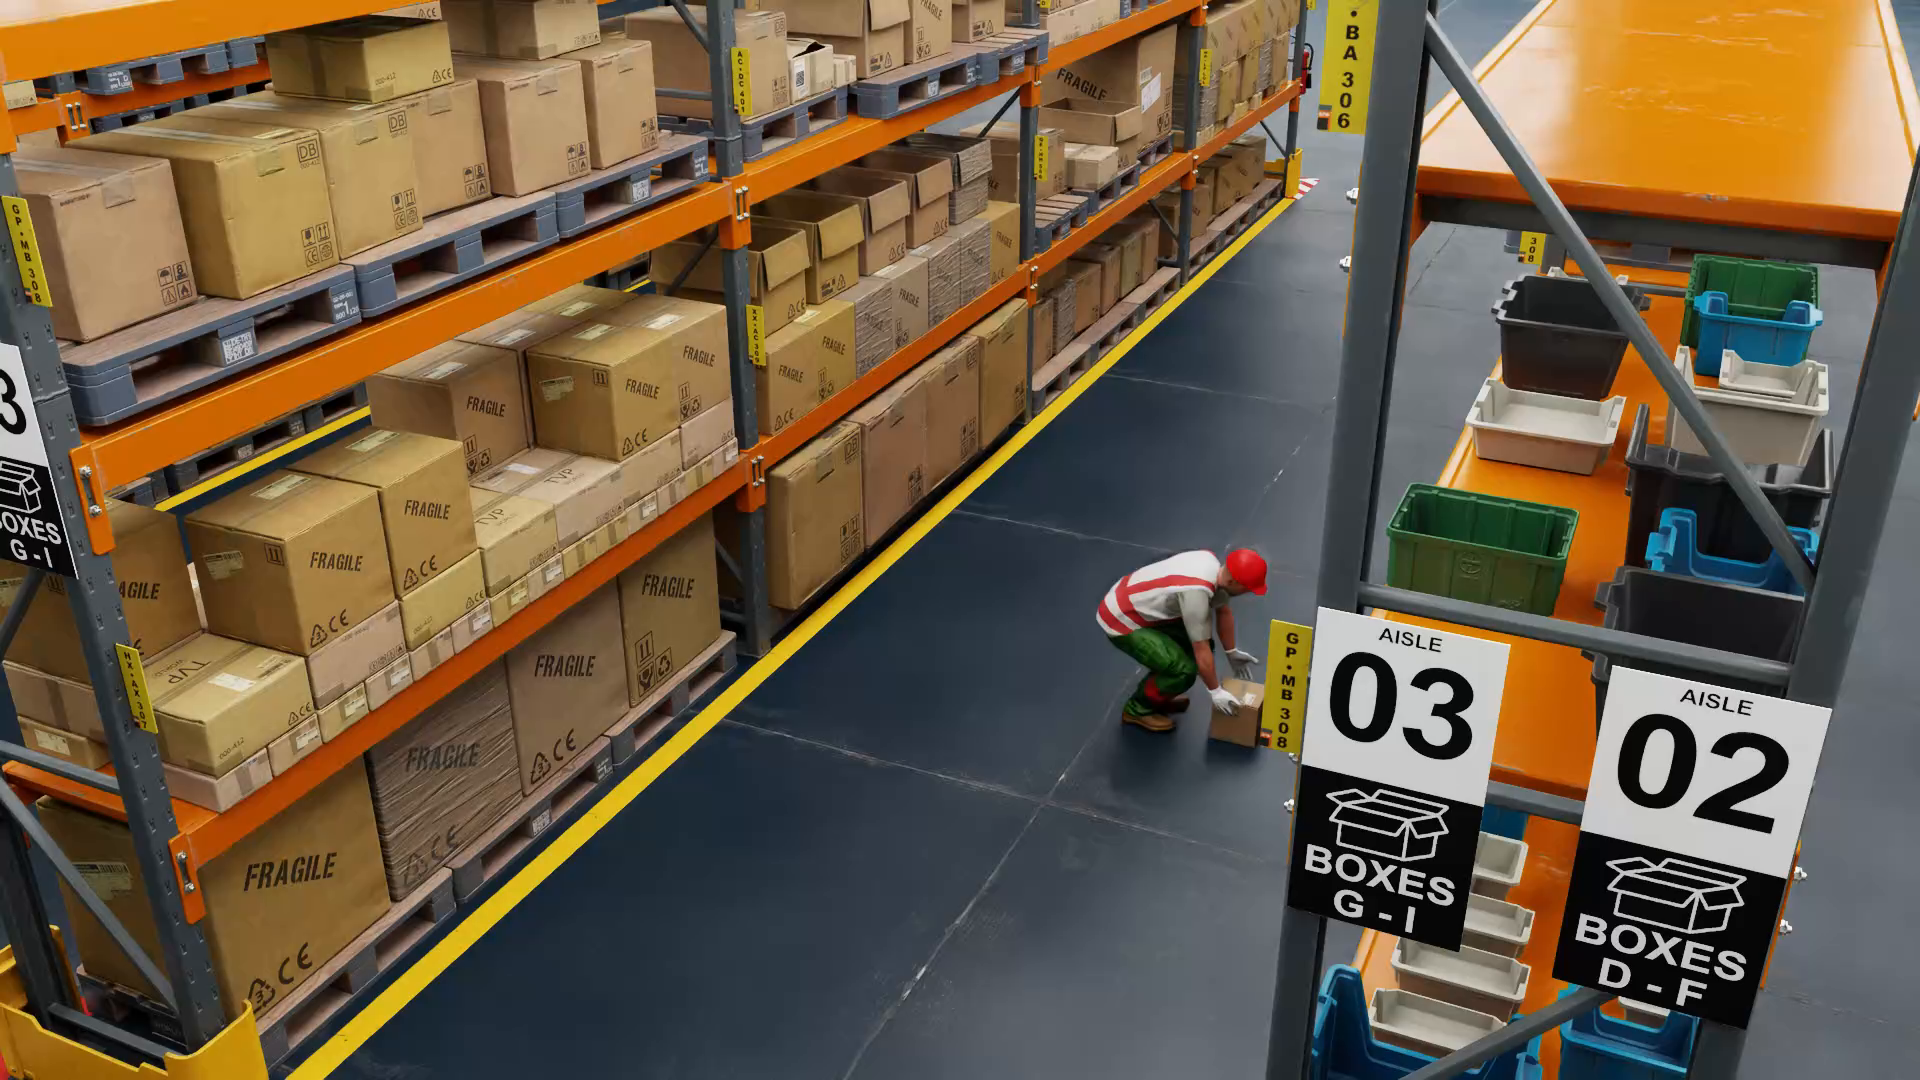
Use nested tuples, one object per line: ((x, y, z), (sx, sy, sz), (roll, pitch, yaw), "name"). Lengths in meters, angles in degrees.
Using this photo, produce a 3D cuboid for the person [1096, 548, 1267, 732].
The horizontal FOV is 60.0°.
((1.182, 0.482, 8.925), (0.870, 1.065, 0.579), (11, 28, 22), "person")
